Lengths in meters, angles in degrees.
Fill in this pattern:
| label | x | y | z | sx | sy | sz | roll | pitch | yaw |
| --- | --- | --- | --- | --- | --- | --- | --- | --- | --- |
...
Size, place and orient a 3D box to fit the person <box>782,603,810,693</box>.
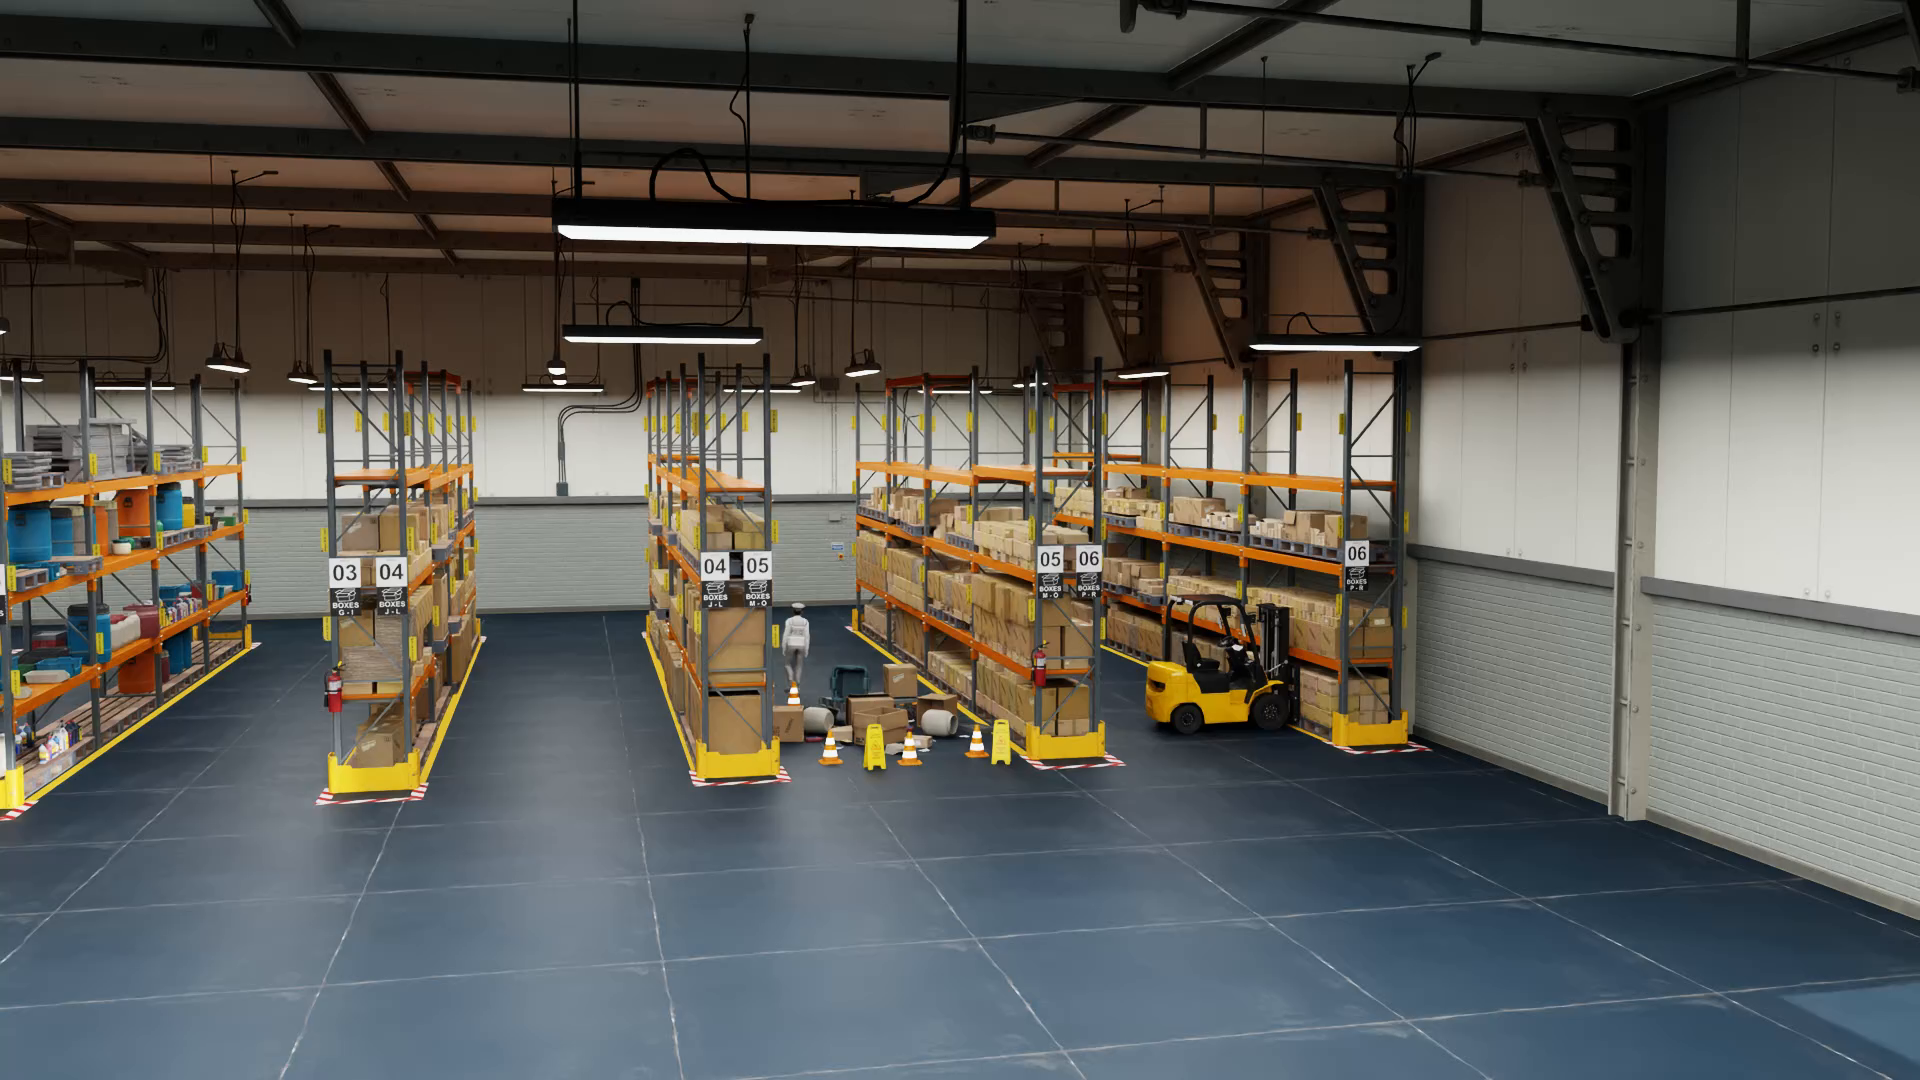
| label | x | y | z | sx | sy | sz | roll | pitch | yaw |
| --- | --- | --- | --- | --- | --- | --- | --- | --- | --- |
| person | -3.037 | 2.015 | 30.828 | 0.517 | 1.674 | 0.434 | -1 | 4 | -10 |
